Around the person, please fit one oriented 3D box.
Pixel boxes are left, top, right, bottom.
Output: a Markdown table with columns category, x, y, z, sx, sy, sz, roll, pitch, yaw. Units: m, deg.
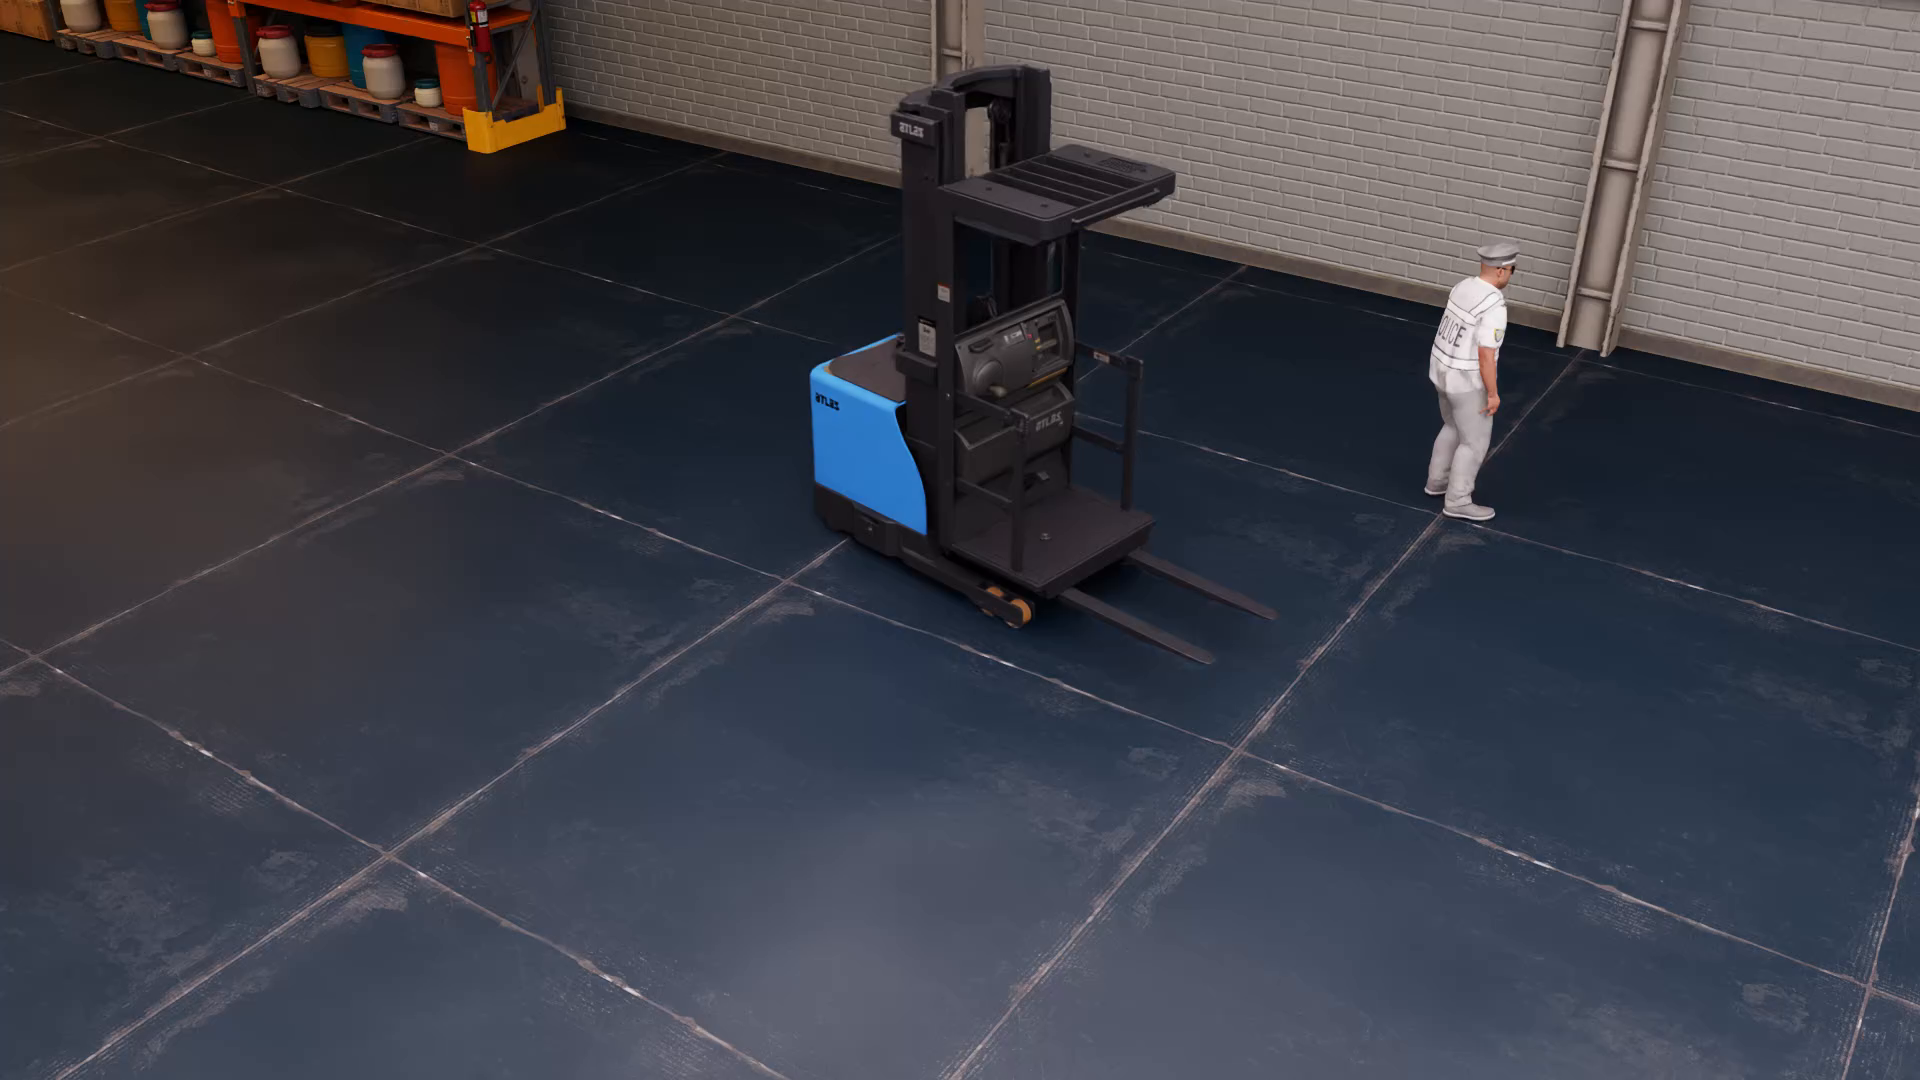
| category | x | y | z | sx | sy | sz | roll | pitch | yaw |
| --- | --- | --- | --- | --- | --- | --- | --- | --- | --- |
| person | 3.207 | -1.012 | 10.501 | 0.443 | 1.747 | 0.604 | -6 | 31 | -9 |

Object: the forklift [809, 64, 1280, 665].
| category | x | y | z | sx | sy | sz | roll | pitch | yaw |
| --- | --- | --- | --- | --- | --- | --- | --- | --- | --- |
| forklift | 0.473 | -1.054 | 9.397 | 3.031 | 2.935 | 1.130 | 26 | 39 | 37 |
